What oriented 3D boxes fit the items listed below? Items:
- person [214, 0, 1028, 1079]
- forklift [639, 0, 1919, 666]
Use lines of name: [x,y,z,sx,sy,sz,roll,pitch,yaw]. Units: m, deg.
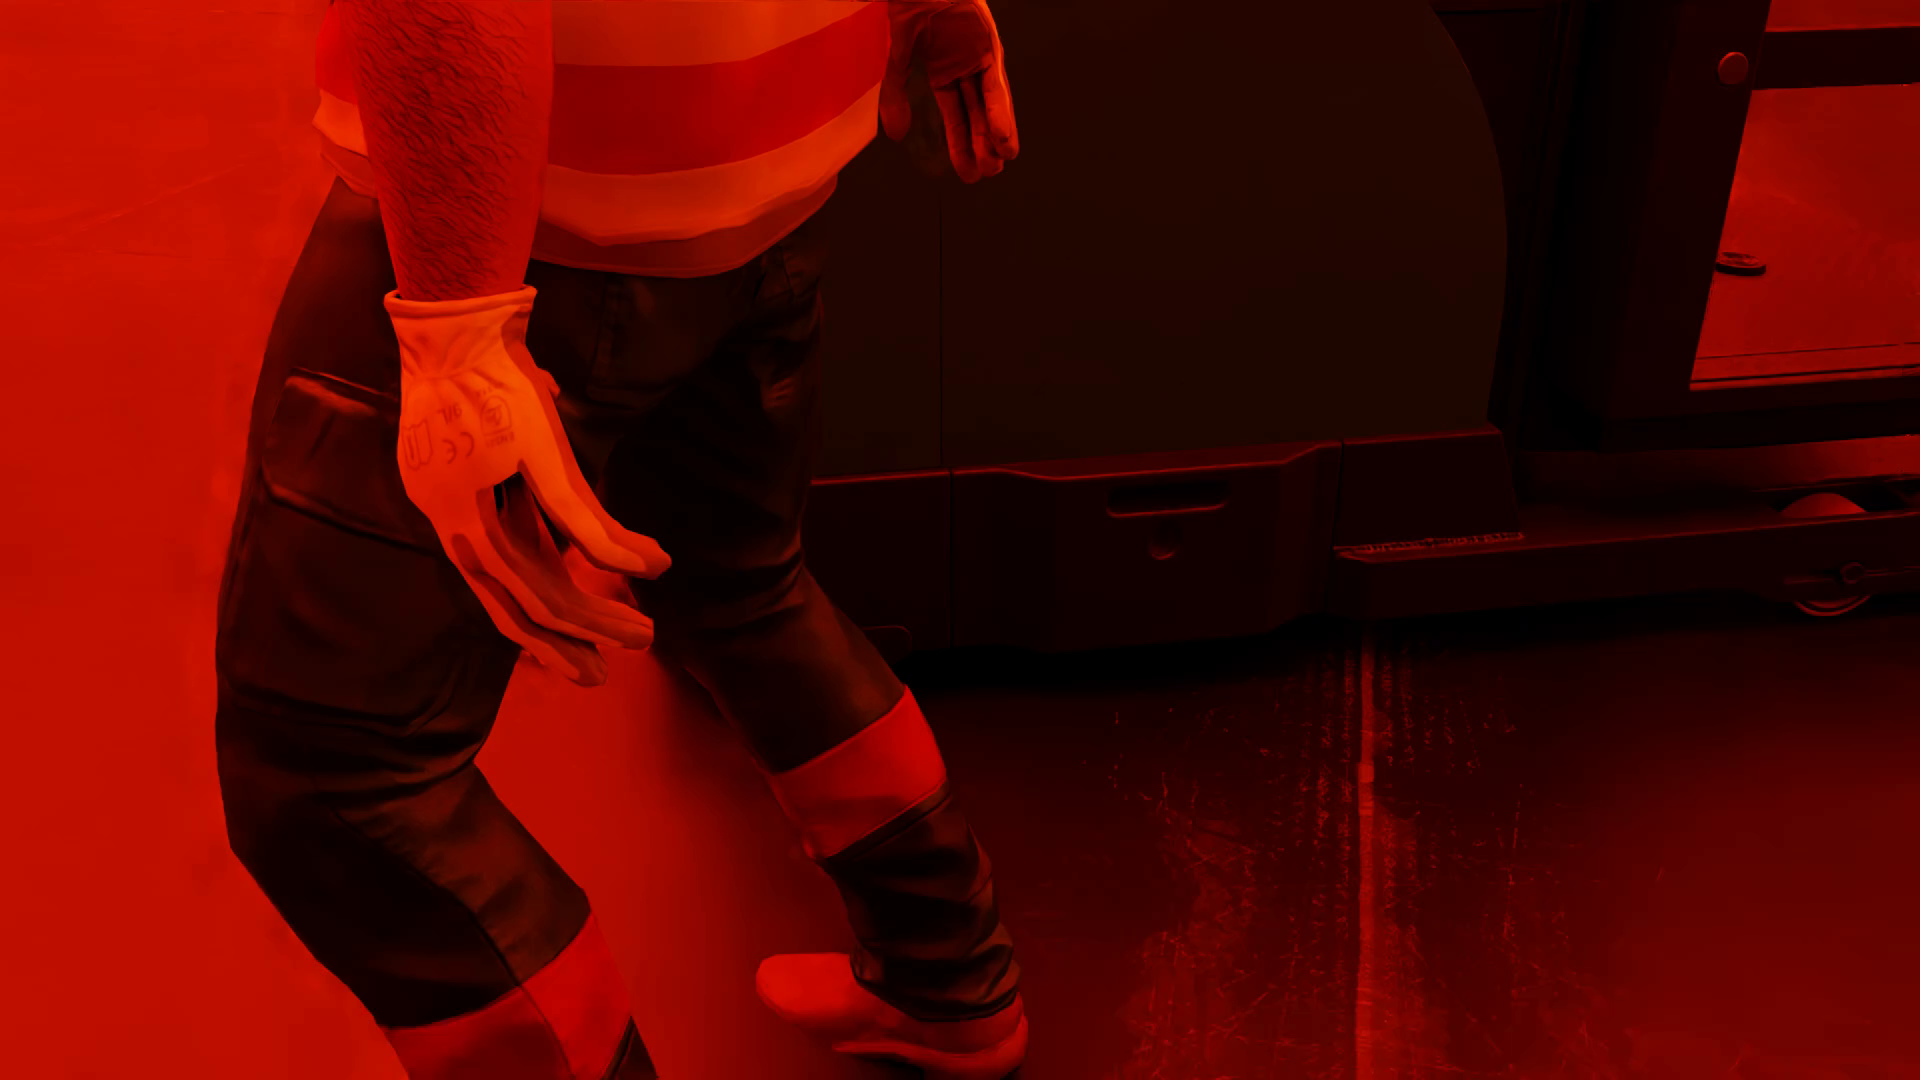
person: [-0.204,-0.255,1.130,0.472,1.752,0.866,10,28,19]
forklift: [1.014,-1.433,2.087,3.031,2.935,1.130,-5,27,-9]
